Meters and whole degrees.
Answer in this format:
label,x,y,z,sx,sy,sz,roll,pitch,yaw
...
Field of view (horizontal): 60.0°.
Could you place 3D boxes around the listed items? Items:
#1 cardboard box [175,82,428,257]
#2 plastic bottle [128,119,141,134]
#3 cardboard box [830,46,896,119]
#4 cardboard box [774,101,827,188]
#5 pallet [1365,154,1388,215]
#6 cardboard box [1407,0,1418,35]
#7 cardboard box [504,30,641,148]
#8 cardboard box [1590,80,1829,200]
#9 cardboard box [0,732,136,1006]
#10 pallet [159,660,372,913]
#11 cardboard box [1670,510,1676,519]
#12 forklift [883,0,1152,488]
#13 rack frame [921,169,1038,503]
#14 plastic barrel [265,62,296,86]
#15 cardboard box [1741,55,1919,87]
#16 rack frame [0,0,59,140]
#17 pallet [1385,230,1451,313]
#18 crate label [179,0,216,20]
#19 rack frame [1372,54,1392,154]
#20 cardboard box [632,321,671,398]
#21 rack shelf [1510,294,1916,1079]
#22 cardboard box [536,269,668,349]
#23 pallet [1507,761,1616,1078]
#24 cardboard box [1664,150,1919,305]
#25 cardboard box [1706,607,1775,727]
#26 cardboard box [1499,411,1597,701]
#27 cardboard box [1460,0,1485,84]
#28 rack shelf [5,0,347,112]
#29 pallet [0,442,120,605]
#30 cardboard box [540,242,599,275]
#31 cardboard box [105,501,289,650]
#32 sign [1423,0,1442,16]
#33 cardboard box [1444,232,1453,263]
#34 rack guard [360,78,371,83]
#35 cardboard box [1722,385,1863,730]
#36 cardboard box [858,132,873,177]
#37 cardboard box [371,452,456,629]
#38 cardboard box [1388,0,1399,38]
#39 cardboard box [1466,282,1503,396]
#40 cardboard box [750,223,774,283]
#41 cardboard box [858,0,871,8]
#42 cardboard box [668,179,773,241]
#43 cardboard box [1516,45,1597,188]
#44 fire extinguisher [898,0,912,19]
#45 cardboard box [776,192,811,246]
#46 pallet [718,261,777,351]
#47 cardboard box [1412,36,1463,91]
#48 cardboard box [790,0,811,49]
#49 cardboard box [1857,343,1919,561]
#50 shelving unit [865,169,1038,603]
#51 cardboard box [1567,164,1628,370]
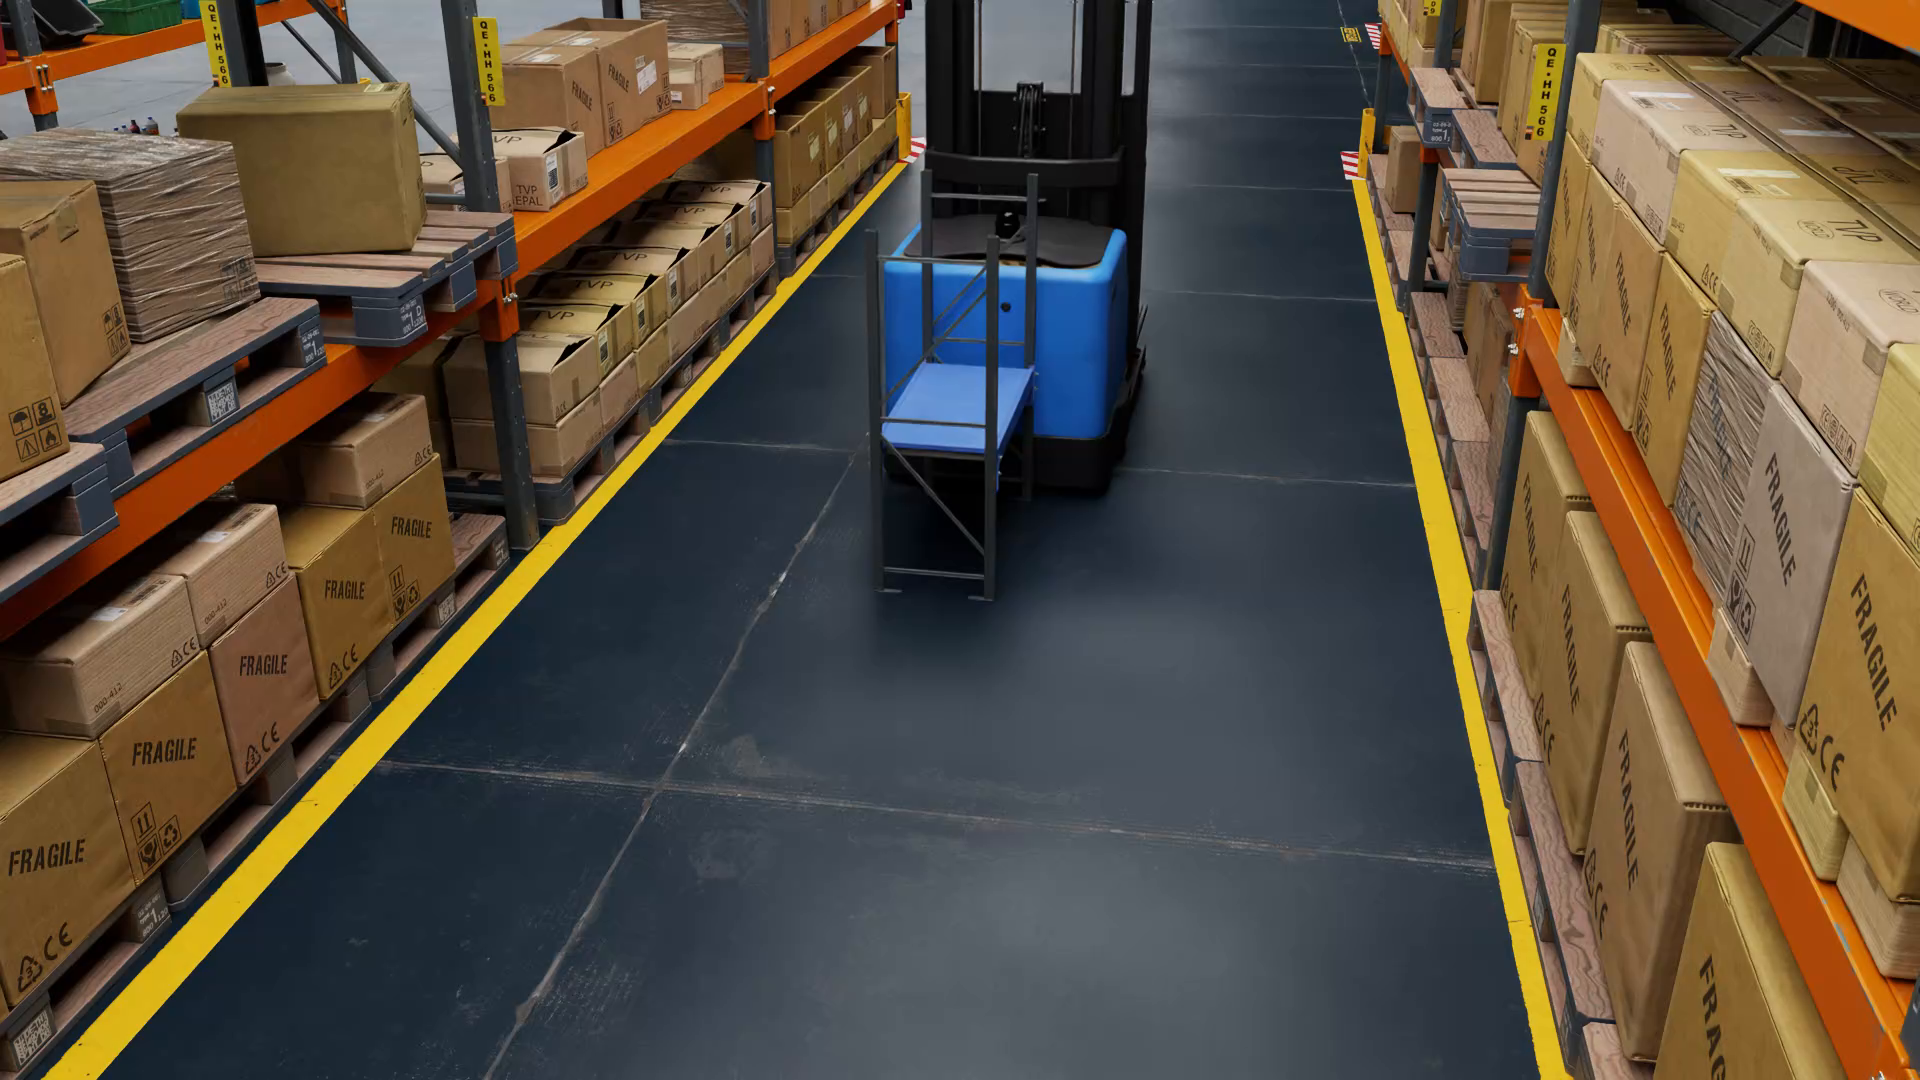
label,x,y,z,sx,sy,sz,roll,pitch,yaw
cardboard box,-2.321,-1.326,5.932,0.700,0.500,0.500,-4,25,-9
plastic bottle,-6.567,-3.191,13.215,0.061,0.283,0.133,4,25,9
cardboard box,-0.816,-3.747,13.581,0.500,0.500,0.500,4,25,9
cardboard box,-1.217,-2.701,11.346,0.500,0.500,0.500,4,25,9
pallet,3.686,-2.734,12.842,1.003,0.211,1.213,4,25,9
cardboard box,3.060,-3.402,10.249,0.500,0.500,0.500,4,25,8
cardboard box,-1.985,-2.330,8.572,0.500,0.500,0.500,4,25,9
cardboard box,2.143,-1.152,4.796,0.500,0.250,0.500,4,25,8
cardboard box,-2.587,0.835,4.358,0.500,0.500,0.500,4,25,9
pallet,-2.690,0.720,5.464,1.003,0.211,1.213,4,25,9
cardboard box,2.036,-0.152,4.308,0.380,0.149,0.250,4,25,9
forklift,0.419,-2.163,8.413,1.130,2.935,3.031,5,25,10
rack frame,0.082,-0.875,7.349,0.500,1.500,0.032,5,25,10
plastic barrel,-5.940,-3.835,14.345,0.421,0.512,0.421,0,25,0
cardboard box,2.740,-1.341,5.200,0.500,0.250,0.500,5,25,10
rack frame,-6.562,-3.380,10.932,1.000,3.000,0.127,4,25,9
pallet,3.287,-1.714,10.662,1.003,0.211,1.213,4,25,9
crate label,-5.942,-4.280,12.814,0.502,0.435,0.616,4,25,9
rack frame,3.866,-4.366,13.039,1.000,3.000,0.127,4,25,9
cardboard box,-1.794,-0.934,8.454,0.500,0.250,0.500,3,25,7
rack shelf,2.232,0.142,4.257,1.077,0.370,4.000,4,25,9
cardboard box,-1.791,-1.193,8.347,0.500,0.311,0.500,3,25,7
pallet,2.154,1.076,4.702,1.003,0.211,1.213,4,25,9
cardboard box,1.988,-0.729,3.892,0.500,0.250,0.500,4,25,7
cardboard box,1.771,0.269,3.409,0.380,0.149,0.250,4,25,9
cardboard box,2.309,0.062,5.620,0.750,0.750,0.750,4,25,8
cardboard box,3.095,-2.727,8.901,0.700,0.500,0.500,4,25,9
rack shelf,-6.235,-3.890,12.871,1.077,0.370,4.000,4,25,9
pallet,-2.745,0.071,3.786,1.003,0.211,1.213,4,25,9
cardboard box,-2.239,-1.435,8.864,0.500,0.311,0.500,5,25,10
cardboard box,-2.419,0.091,5.063,0.500,0.250,0.500,4,25,8
sign,2.676,-3.120,9.355,0.100,0.325,0.005,4,25,9
cardboard box,3.270,-1.835,10.455,0.380,0.166,0.250,1,25,2
rack guard,-5.874,-3.885,14.961,1.175,0.500,0.348,4,25,9
cardboard box,1.805,0.039,3.136,0.500,0.500,0.500,4,25,9
cardboard box,-0.968,-2.989,12.845,0.500,0.250,0.500,4,25,9
cardboard box,-2.250,-0.022,6.187,0.500,0.500,0.500,5,26,11
cardboard box,3.313,-3.694,11.757,0.500,0.250,0.500,4,25,8
cardboard box,2.950,-1.021,8.323,0.700,0.500,0.500,4,25,9
cardboard box,-1.457,-1.786,10.276,0.500,0.250,0.500,4,25,8
cardboard box,-1.111,-4.559,13.333,0.700,0.500,0.500,4,25,9
cardboard box,-1.459,-2.044,10.166,0.500,0.311,0.500,4,25,9
cardboard box,2.690,-1.698,6.702,0.700,0.500,0.500,2,25,4
fire extinguisher,-0.544,-4.690,13.822,0.296,0.674,0.183,4,25,9
cardboard box,-1.301,-2.153,11.059,0.500,0.250,0.500,4,25,9
pallet,-1.757,-1.461,10.122,1.003,0.211,1.213,4,25,9
cardboard box,2.991,-2.853,9.961,0.500,0.250,0.500,4,25,9
cardboard box,-1.444,-3.697,11.491,0.700,0.500,0.500,4,25,9
cardboard box,1.729,-0.089,2.525,0.500,0.250,0.500,5,25,10
shelving unit,-0.011,-0.663,6.897,0.538,1.500,1.048,5,25,10
cardboard box,2.132,-0.805,4.940,0.500,0.500,0.500,5,26,10
